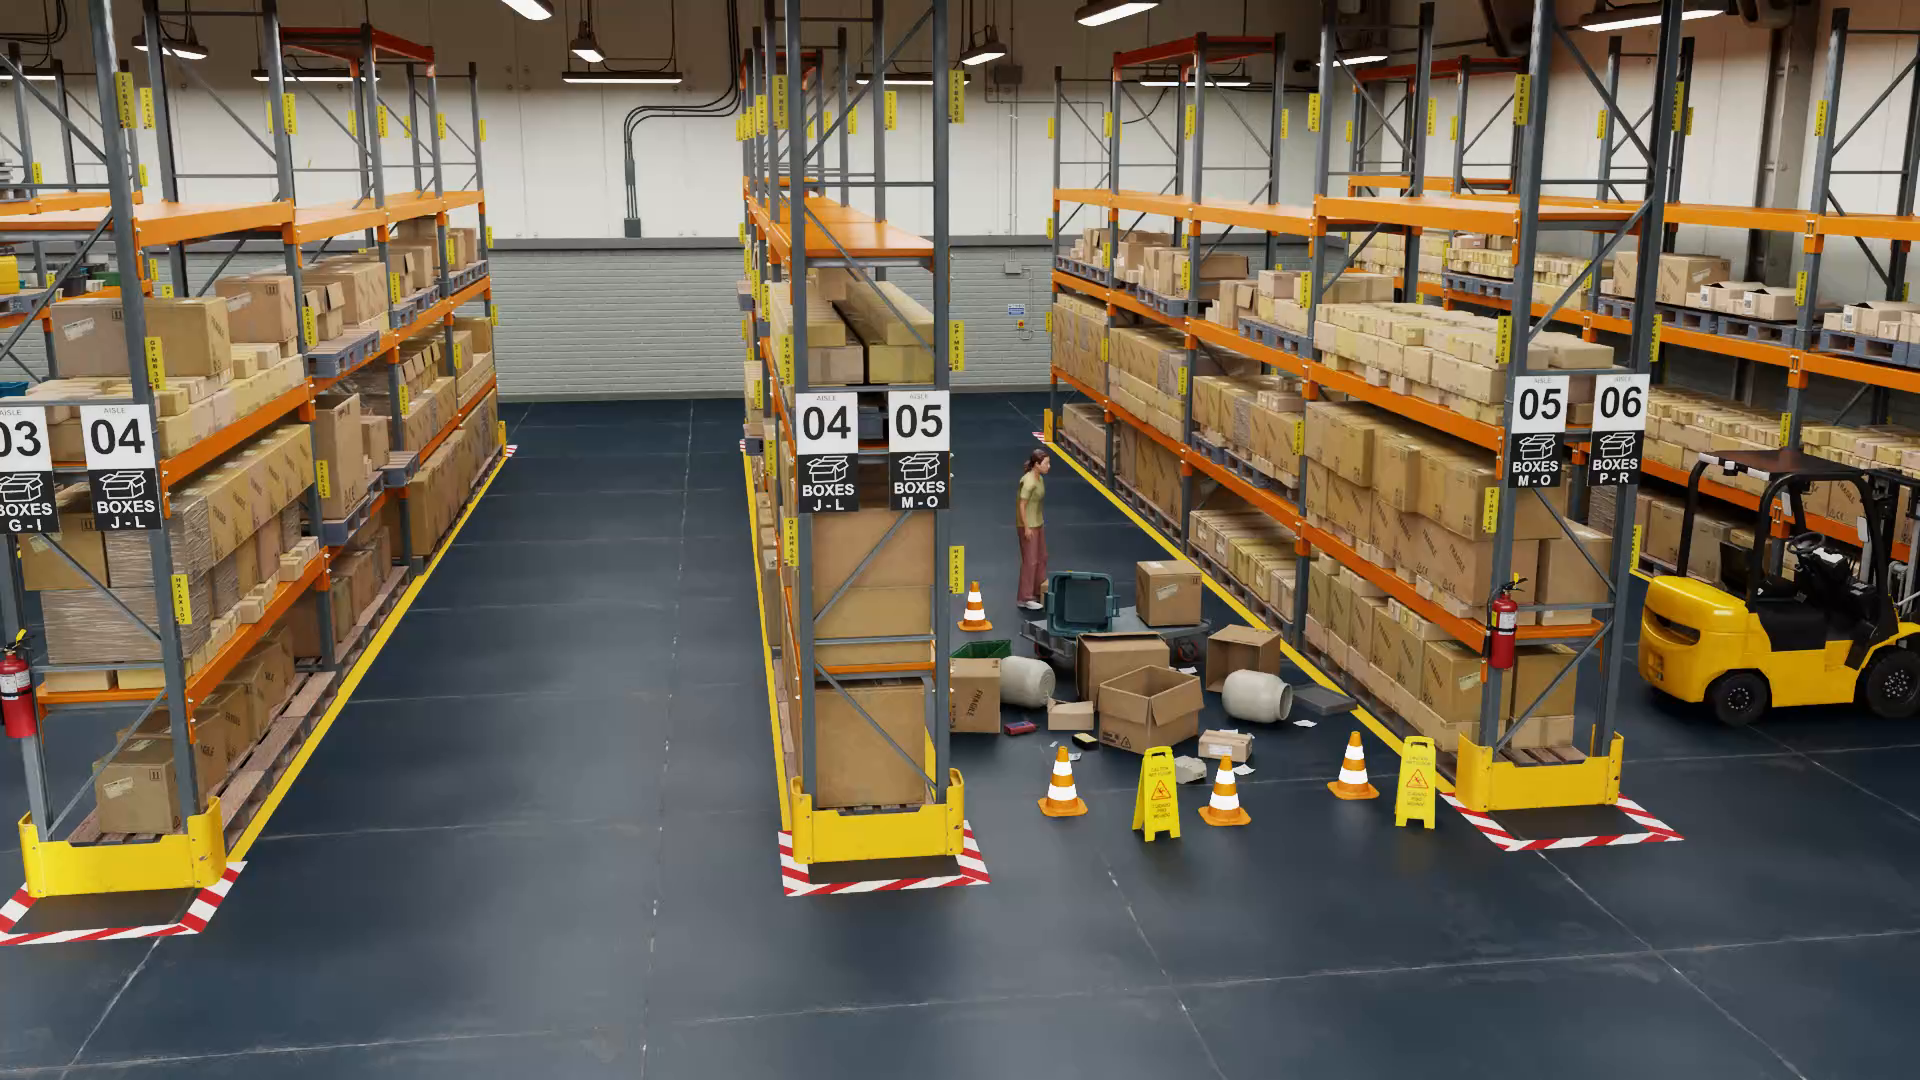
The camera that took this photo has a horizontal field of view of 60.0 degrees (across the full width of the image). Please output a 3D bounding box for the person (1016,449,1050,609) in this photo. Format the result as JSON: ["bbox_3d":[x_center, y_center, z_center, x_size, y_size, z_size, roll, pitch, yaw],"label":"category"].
[{"bbox_3d":[0.800,-0.134,17.557,0.404,1.673,0.500,5,14,20],"label":"person"}]
